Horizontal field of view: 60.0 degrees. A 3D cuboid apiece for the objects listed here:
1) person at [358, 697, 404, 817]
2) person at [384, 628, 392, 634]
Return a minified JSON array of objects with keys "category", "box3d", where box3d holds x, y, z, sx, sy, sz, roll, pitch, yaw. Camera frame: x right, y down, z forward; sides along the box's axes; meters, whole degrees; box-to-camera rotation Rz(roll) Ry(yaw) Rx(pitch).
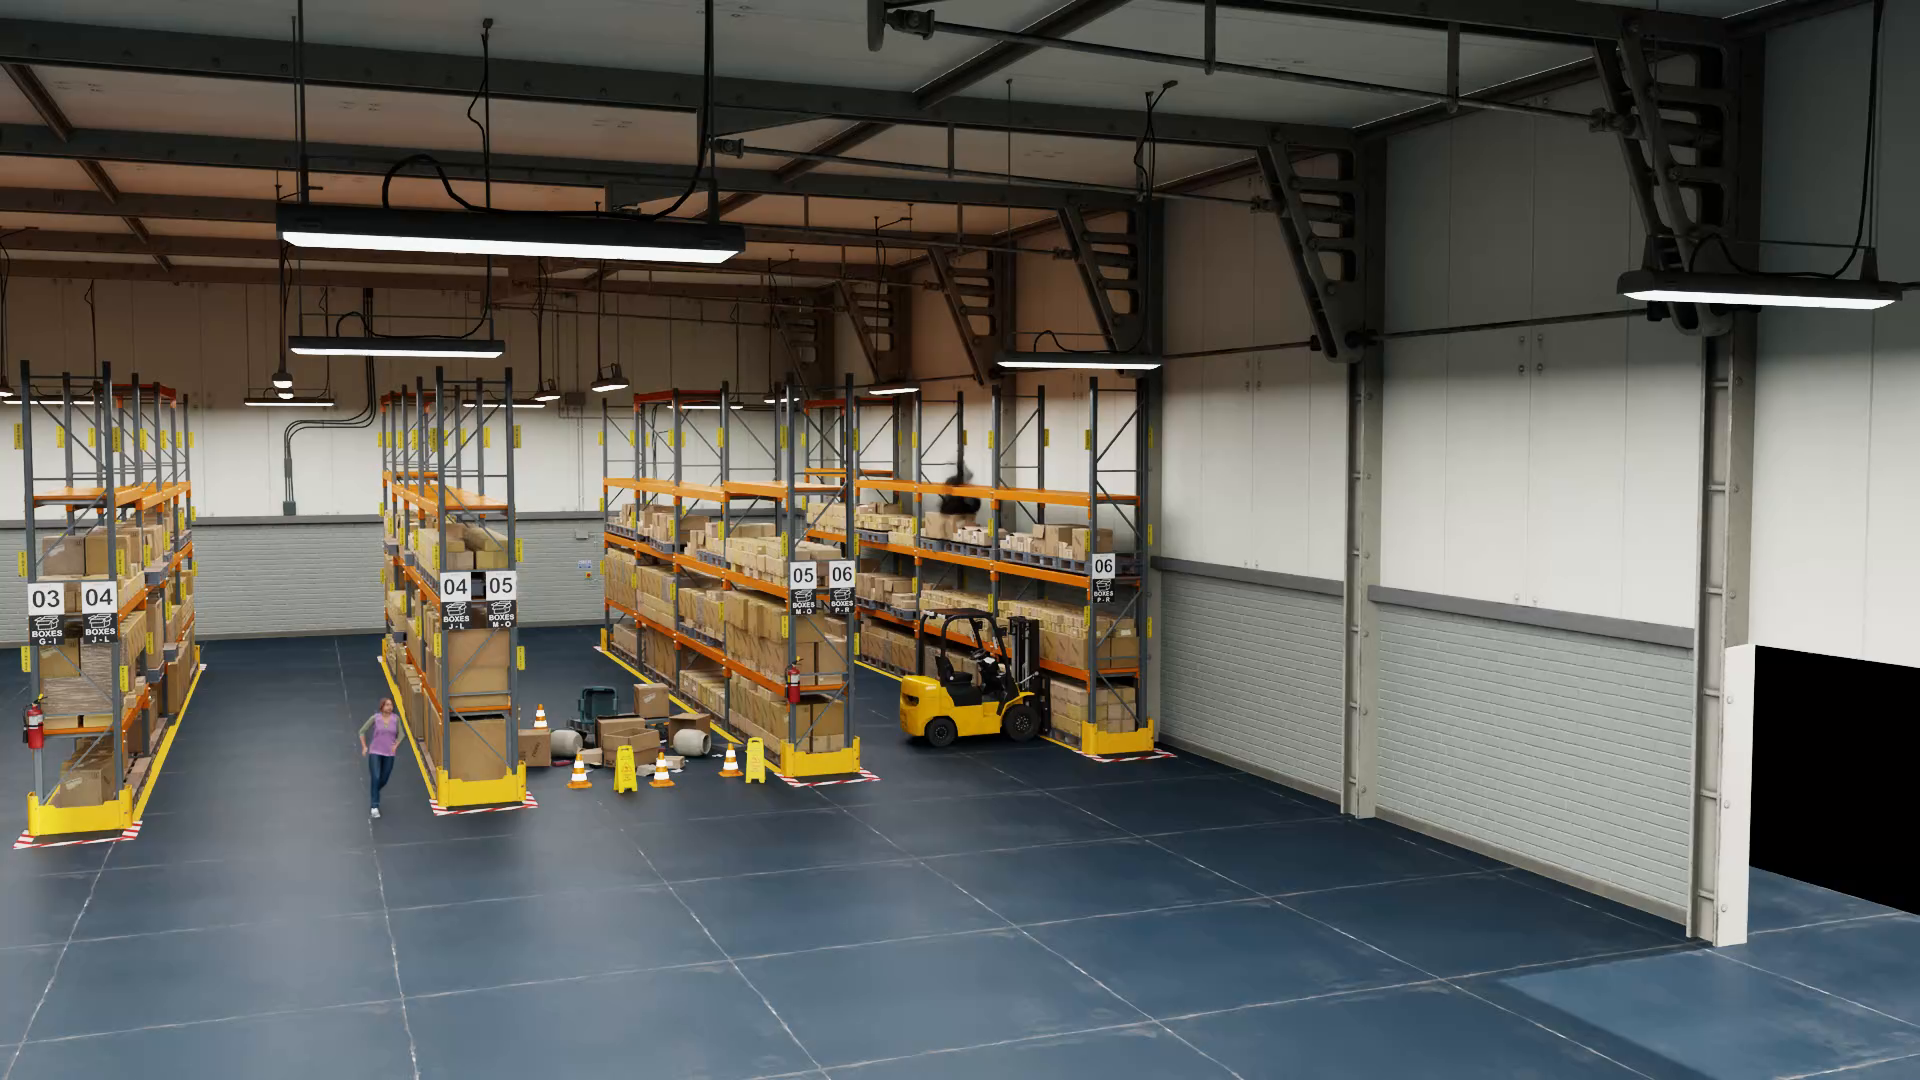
[{"category":"person","box3d":[-7.784,2.894,22.399,0.582,1.572,0.692,-2,4,-28]},{"category":"person","box3d":[-13.000,1.817,38.665,0.722,1.819,0.634,-2,4,-33]}]
